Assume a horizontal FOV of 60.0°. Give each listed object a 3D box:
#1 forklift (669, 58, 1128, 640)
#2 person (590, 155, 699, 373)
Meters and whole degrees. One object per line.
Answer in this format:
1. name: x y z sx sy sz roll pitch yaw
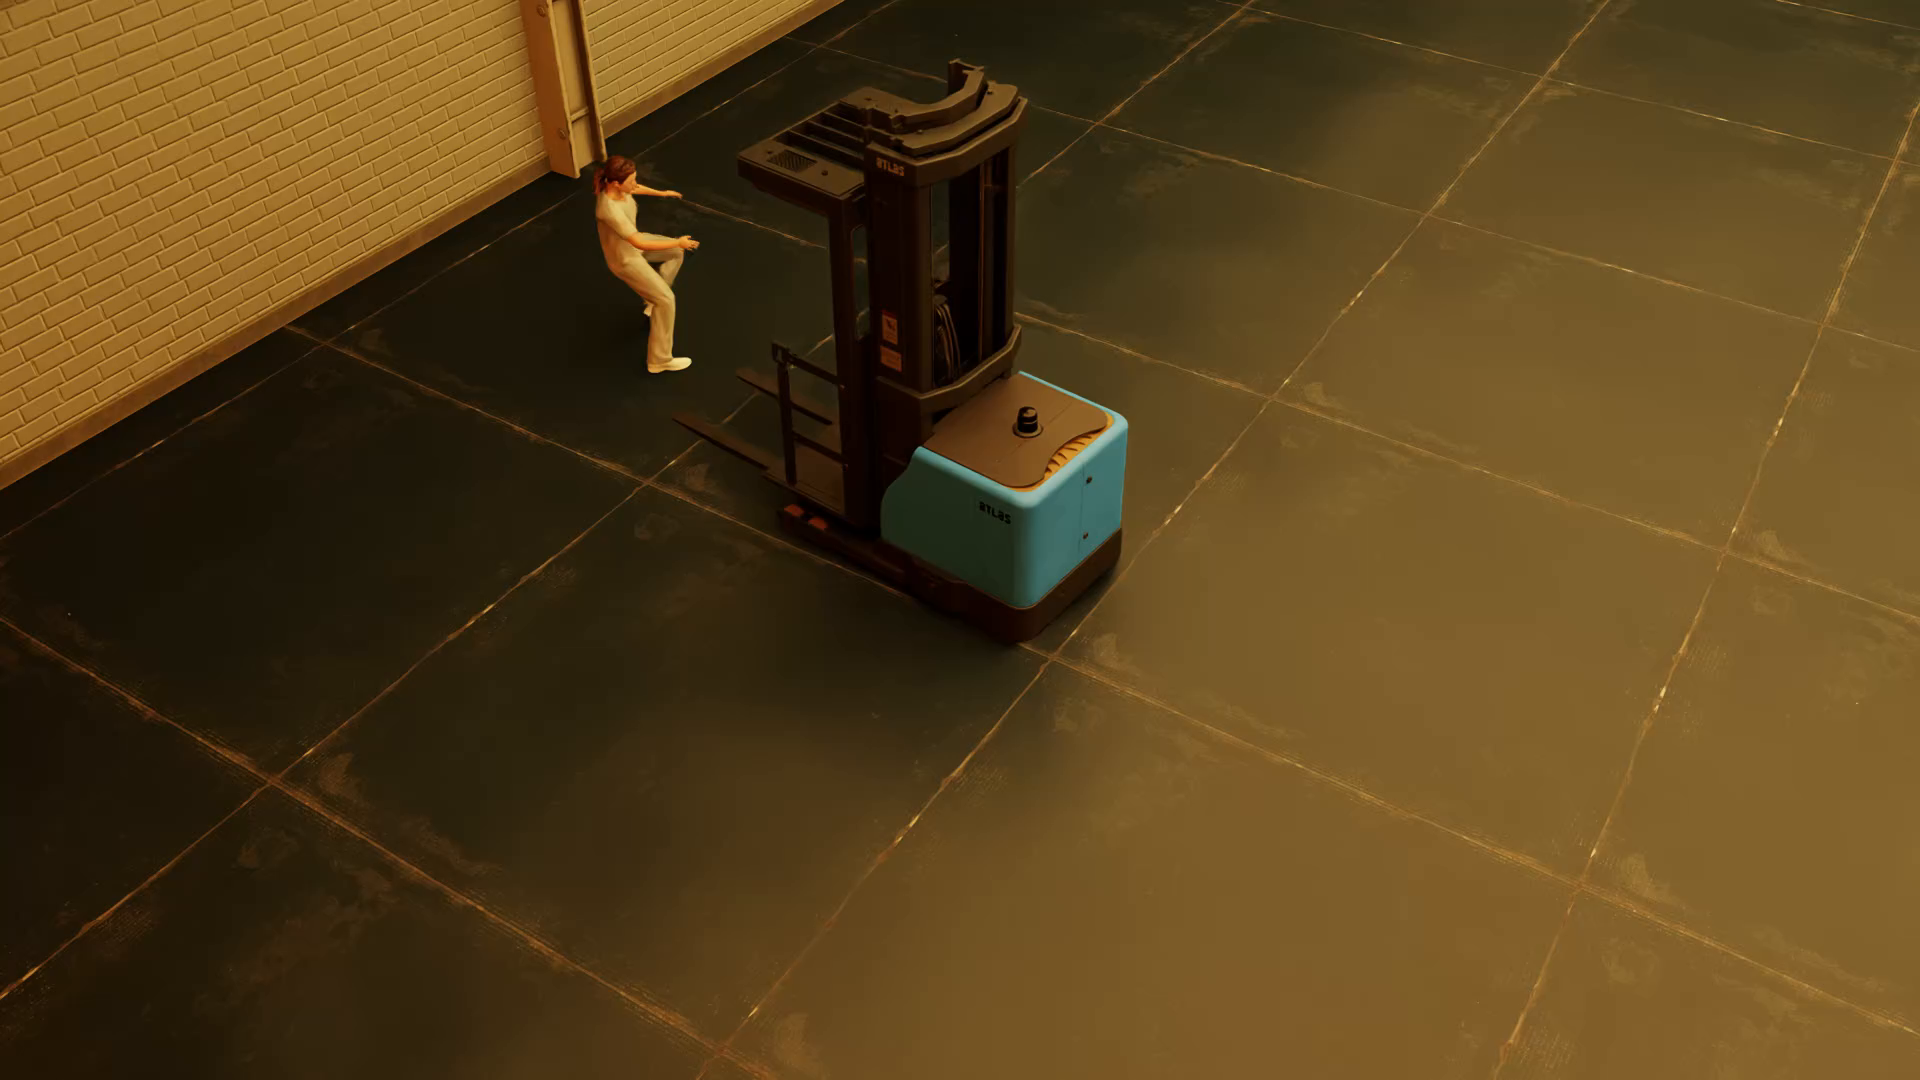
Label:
1. forklift: -0.506 -1.336 9.543 3.031 2.935 1.130 27 47 28
2. person: -2.117 -1.999 11.447 0.703 1.479 0.872 -2 40 -2
